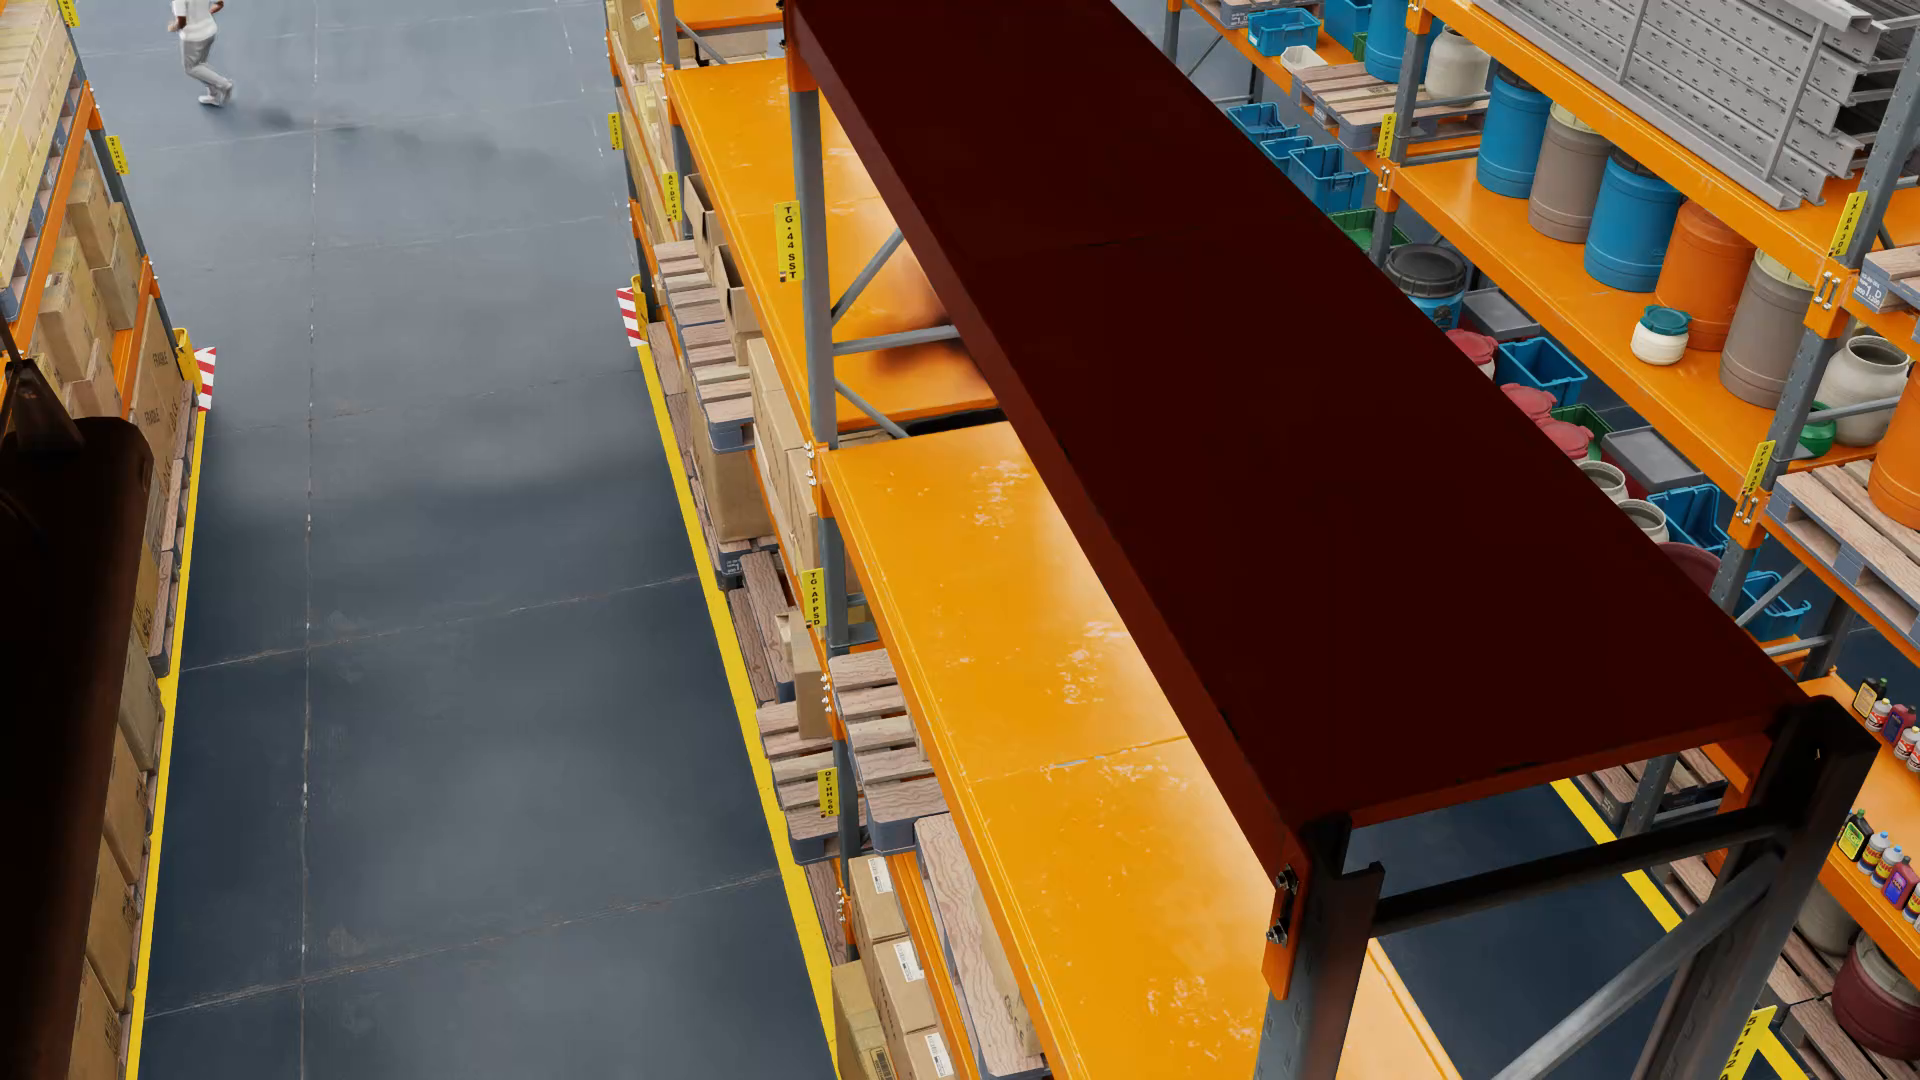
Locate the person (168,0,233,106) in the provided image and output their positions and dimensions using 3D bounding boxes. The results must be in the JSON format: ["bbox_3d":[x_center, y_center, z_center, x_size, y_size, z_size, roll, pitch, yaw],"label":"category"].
[{"bbox_3d":[-8.485,-5.667,18.595,0.625,1.719,0.700,13,40,15],"label":"person"}]
